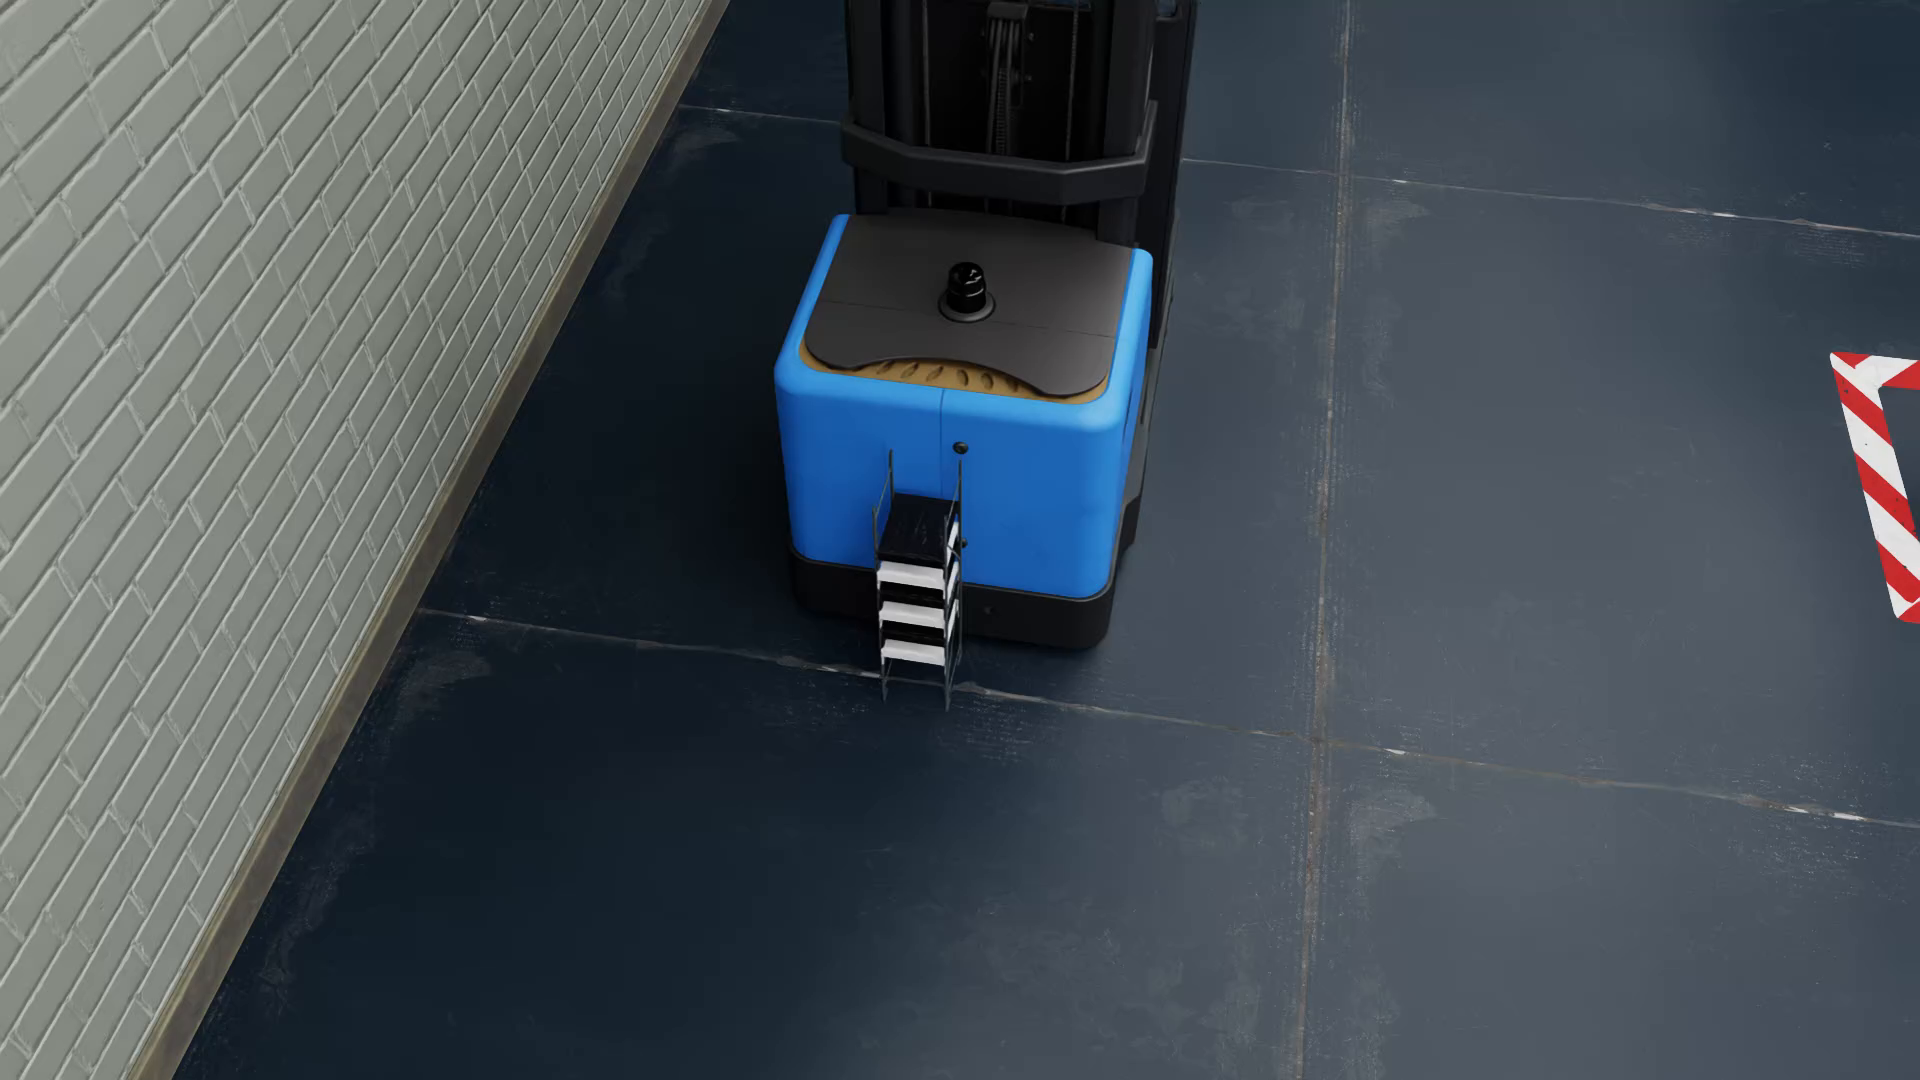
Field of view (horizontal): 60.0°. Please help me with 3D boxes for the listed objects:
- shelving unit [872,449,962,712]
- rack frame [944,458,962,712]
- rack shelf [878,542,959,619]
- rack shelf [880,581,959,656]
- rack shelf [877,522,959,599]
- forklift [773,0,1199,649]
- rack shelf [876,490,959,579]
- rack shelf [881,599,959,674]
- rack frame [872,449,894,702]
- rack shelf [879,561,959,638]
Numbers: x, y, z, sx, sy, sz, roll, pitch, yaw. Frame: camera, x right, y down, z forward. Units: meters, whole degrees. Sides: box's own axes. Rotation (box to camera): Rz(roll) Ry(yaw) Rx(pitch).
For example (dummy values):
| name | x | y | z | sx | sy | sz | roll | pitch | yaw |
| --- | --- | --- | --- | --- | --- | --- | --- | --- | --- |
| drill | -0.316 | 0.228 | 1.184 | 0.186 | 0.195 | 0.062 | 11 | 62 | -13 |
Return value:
| name | x | y | z | sx | sy | sz | roll | pitch | yaw |
| --- | --- | --- | --- | --- | --- | --- | --- | --- | --- |
| shelving unit | -0.120 | 0.141 | 5.018 | 0.210 | 0.900 | 0.258 | 8 | 49 | 7 |
| rack frame | -0.020 | 0.156 | 5.005 | 0.006 | 0.900 | 0.240 | 8 | 49 | 7 |
| rack shelf | -0.120 | 0.104 | 4.976 | 0.200 | 0.077 | 0.258 | 8 | 49 | 7 |
| rack shelf | -0.120 | 0.224 | 5.110 | 0.200 | 0.077 | 0.258 | 8 | 49 | 7 |
| rack shelf | -0.120 | 0.043 | 4.909 | 0.200 | 0.077 | 0.258 | 8 | 49 | 7 |
| forklift | 0.229 | -1.747 | 5.349 | 1.130 | 2.935 | 3.031 | 8 | 49 | 7 |
| rack shelf | -0.120 | -0.017 | 4.842 | 0.200 | 0.077 | 0.258 | 8 | 49 | 7 |
| rack shelf | -0.120 | 0.284 | 5.177 | 0.200 | 0.077 | 0.258 | 8 | 49 | 7 |
| rack frame | -0.219 | 0.127 | 5.031 | 0.006 | 0.900 | 0.240 | 8 | 49 | 7 |
| rack shelf | -0.120 | 0.164 | 5.043 | 0.200 | 0.077 | 0.258 | 8 | 49 | 7 |
